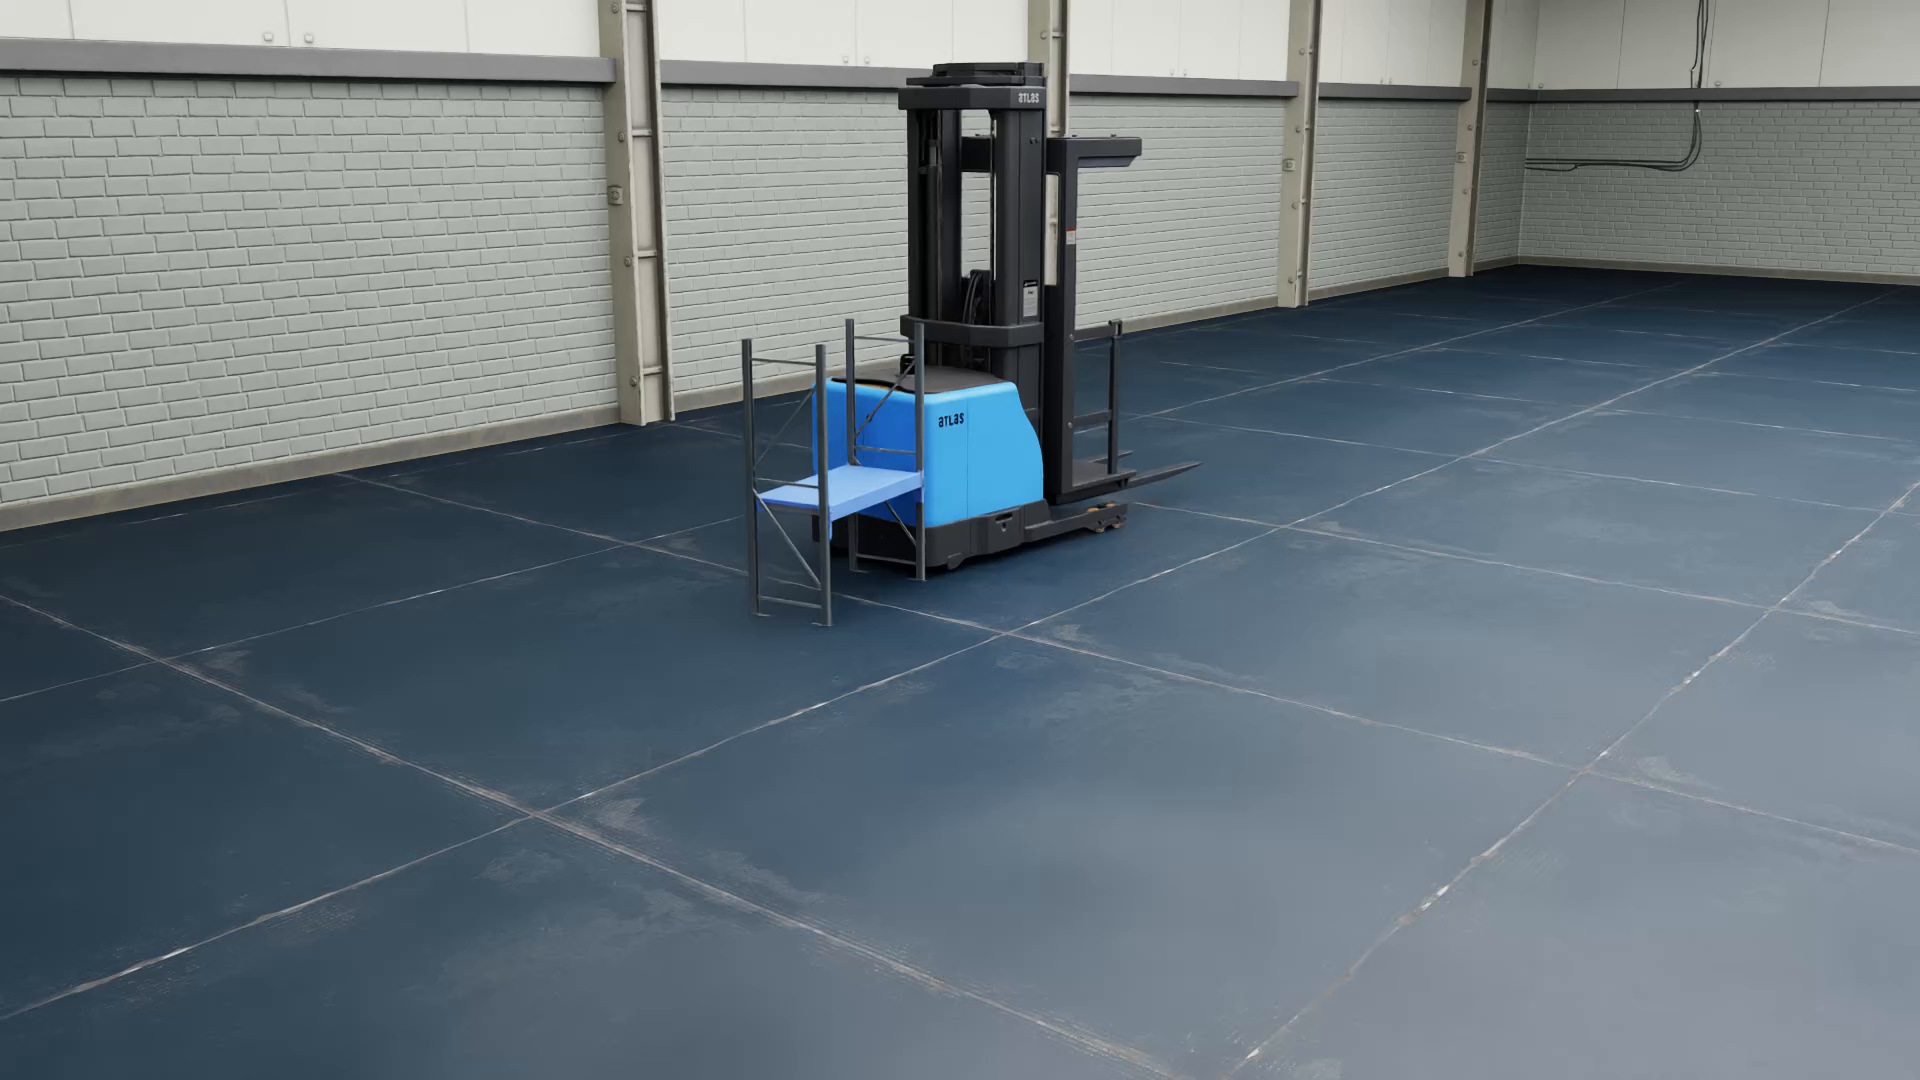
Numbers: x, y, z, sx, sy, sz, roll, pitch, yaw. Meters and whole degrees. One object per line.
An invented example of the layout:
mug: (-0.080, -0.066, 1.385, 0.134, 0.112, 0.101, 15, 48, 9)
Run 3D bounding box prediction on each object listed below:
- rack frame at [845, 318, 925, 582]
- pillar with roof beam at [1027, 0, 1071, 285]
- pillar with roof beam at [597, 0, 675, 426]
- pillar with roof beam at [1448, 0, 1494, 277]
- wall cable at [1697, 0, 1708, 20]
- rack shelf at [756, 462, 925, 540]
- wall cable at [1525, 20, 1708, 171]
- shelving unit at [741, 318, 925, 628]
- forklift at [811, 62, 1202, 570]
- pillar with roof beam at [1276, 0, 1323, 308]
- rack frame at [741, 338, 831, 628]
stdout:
rack frame: (-0.430, -0.513, 9.595, 0.500, 1.500, 0.032, 7, 16, 27)
pillar with roof beam: (4.334, -5.906, 15.595, 9.100, 9.000, 0.400, 11, 18, 38)
pillar with roof beam: (0.563, -4.757, 11.072, 9.100, 9.000, 0.400, 11, 18, 38)
pillar with roof beam: (11.876, -8.204, 24.642, 9.100, 9.000, 0.400, 11, 18, 38)
wall cable: (13.512, -9.754, 26.792, 3.097, 2.526, 0.112, 11, 18, 38)
rack shelf: (-0.670, -0.228, 9.205, 0.538, 0.185, 1.000, 7, 16, 27)
wall cable: (11.408, -7.725, 29.062, 3.097, 2.526, 0.112, 11, 18, 38)
shelving unit: (-0.670, -0.402, 9.161, 0.538, 1.500, 1.048, 7, 16, 27)
forklift: (0.454, -1.540, 10.733, 1.130, 2.935, 3.031, 13, 19, 41)
pillar with roof beam: (8.105, -7.055, 20.118, 9.100, 9.000, 0.400, 11, 18, 38)
rack frame: (-0.909, -0.292, 8.726, 0.500, 1.500, 0.032, 7, 16, 27)
